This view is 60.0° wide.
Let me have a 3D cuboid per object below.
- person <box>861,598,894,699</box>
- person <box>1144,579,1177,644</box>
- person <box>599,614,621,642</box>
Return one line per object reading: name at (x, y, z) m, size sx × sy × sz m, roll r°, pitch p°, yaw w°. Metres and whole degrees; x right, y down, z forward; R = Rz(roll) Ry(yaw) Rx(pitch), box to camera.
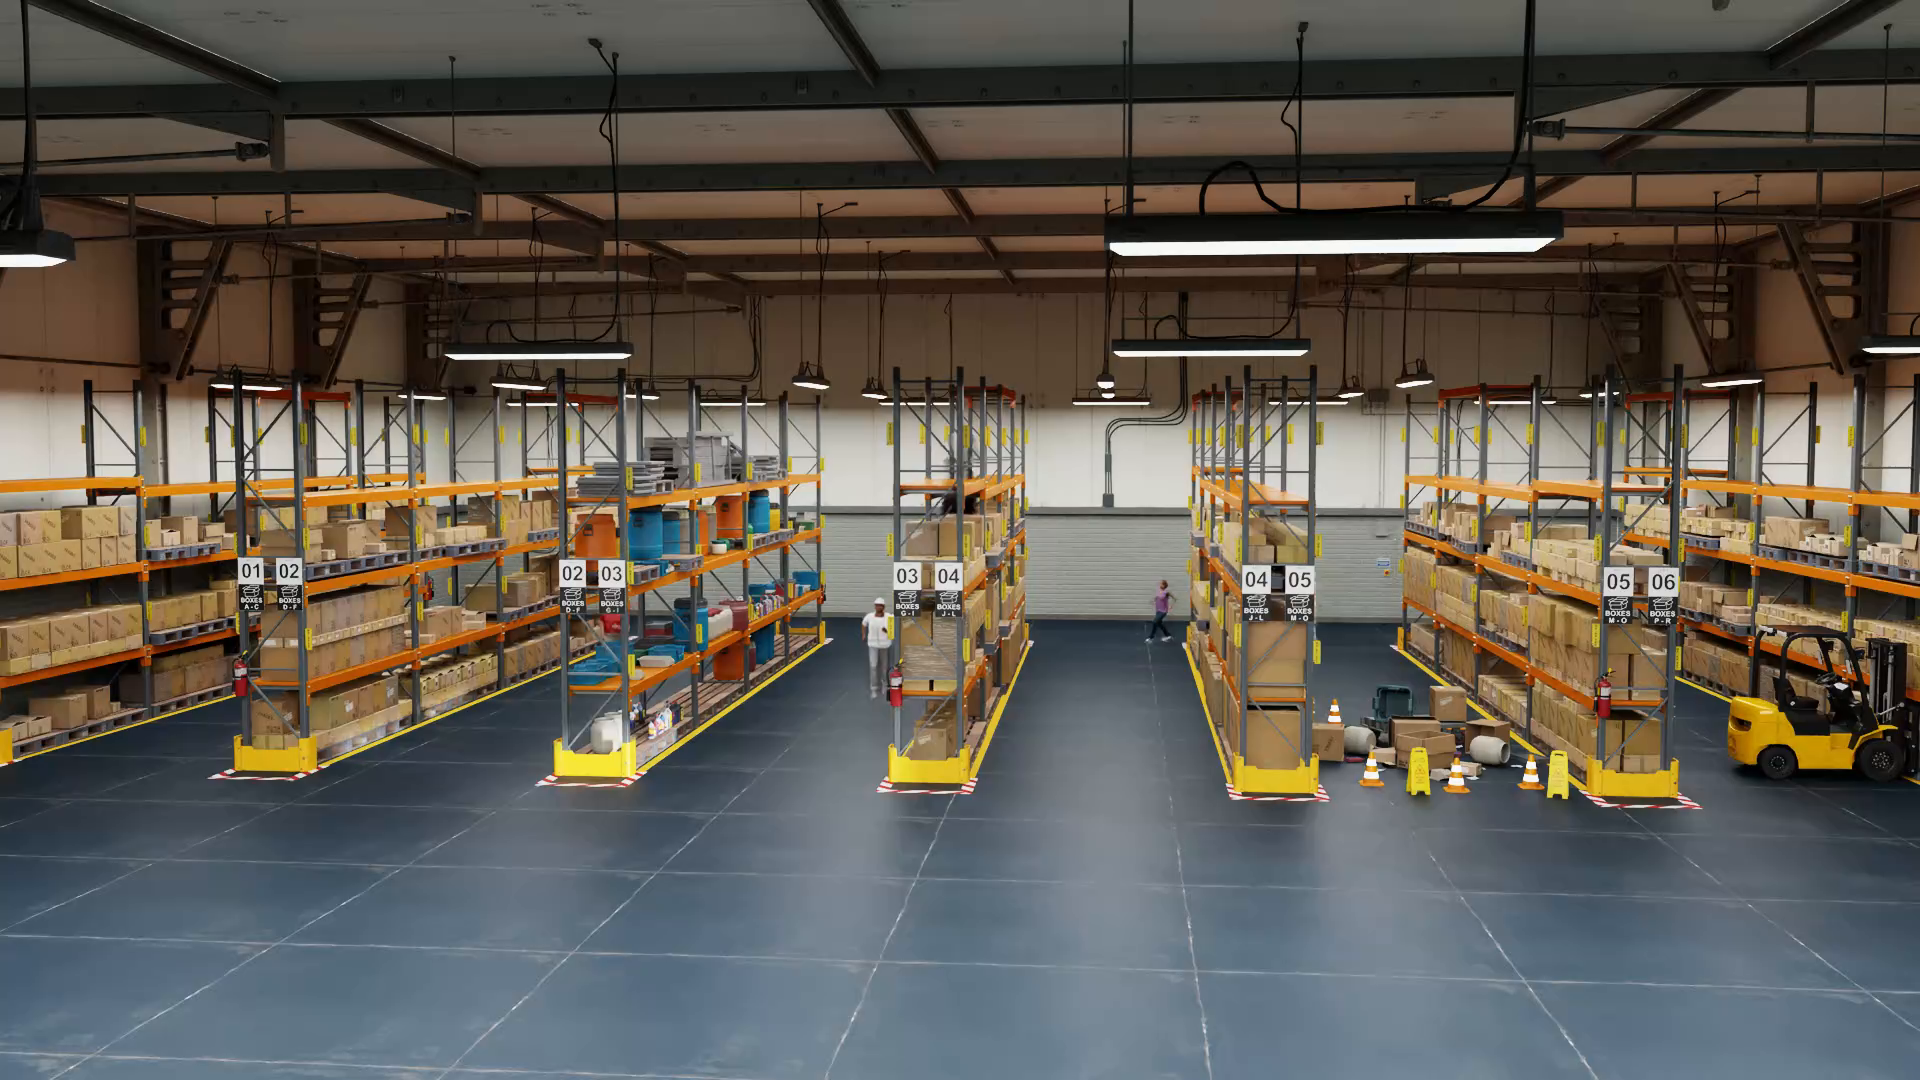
person at (-1.454, 1.939, 30.020) m, size 0.694 × 1.797 × 0.899 m, roll 0°, pitch 4°, yaw 2°
person at (4.881, 1.737, 40.198) m, size 0.764 × 1.555 × 0.577 m, roll -2°, pitch 4°, yaw -31°
person at (-7.053, 2.053, 33.845) m, size 0.639 × 1.773 × 0.738 m, roll 0°, pitch 4°, yaw -6°
